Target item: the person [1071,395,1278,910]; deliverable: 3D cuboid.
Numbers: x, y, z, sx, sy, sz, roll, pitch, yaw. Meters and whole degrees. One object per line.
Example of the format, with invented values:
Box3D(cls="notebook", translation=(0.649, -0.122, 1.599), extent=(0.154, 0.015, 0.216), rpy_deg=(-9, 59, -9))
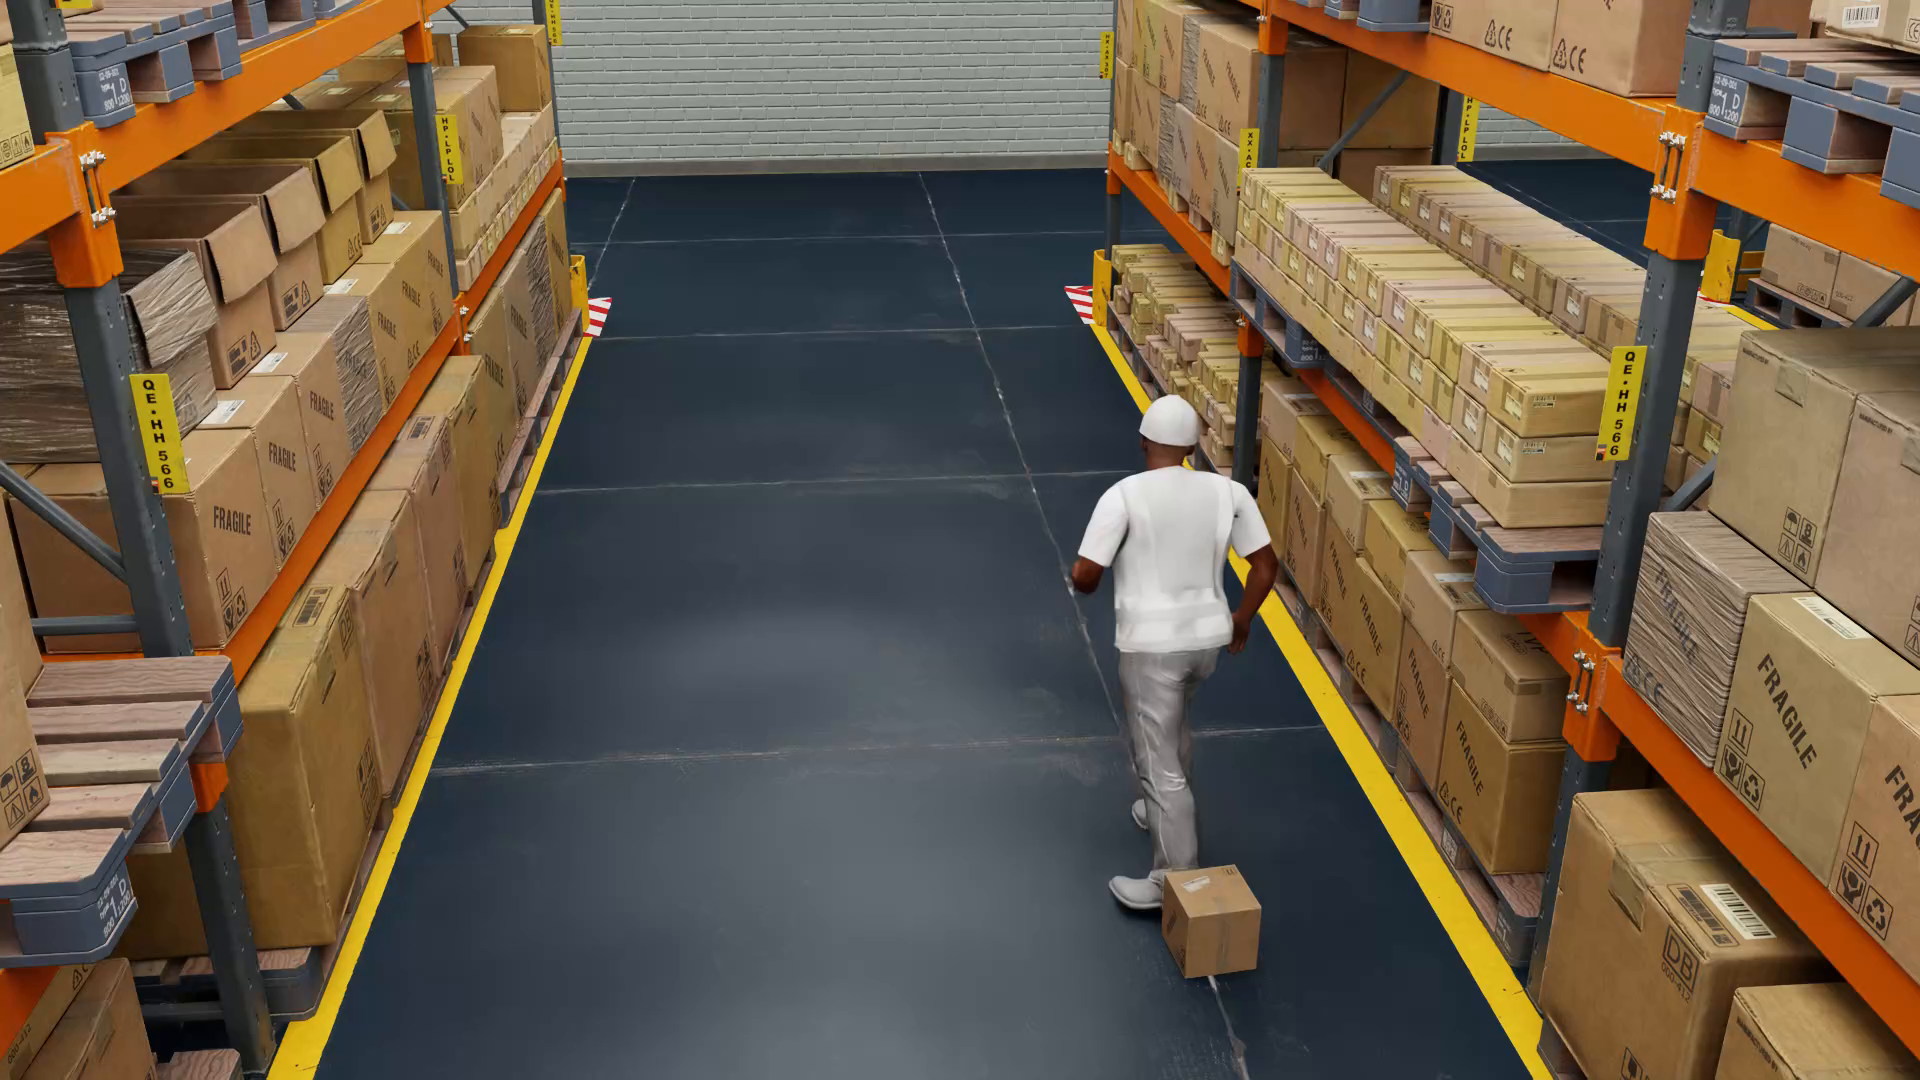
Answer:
Box3D(cls="person", translation=(0.717, 0.367, 5.834), extent=(0.707, 1.687, 0.888), rpy_deg=(-13, 27, -28))
